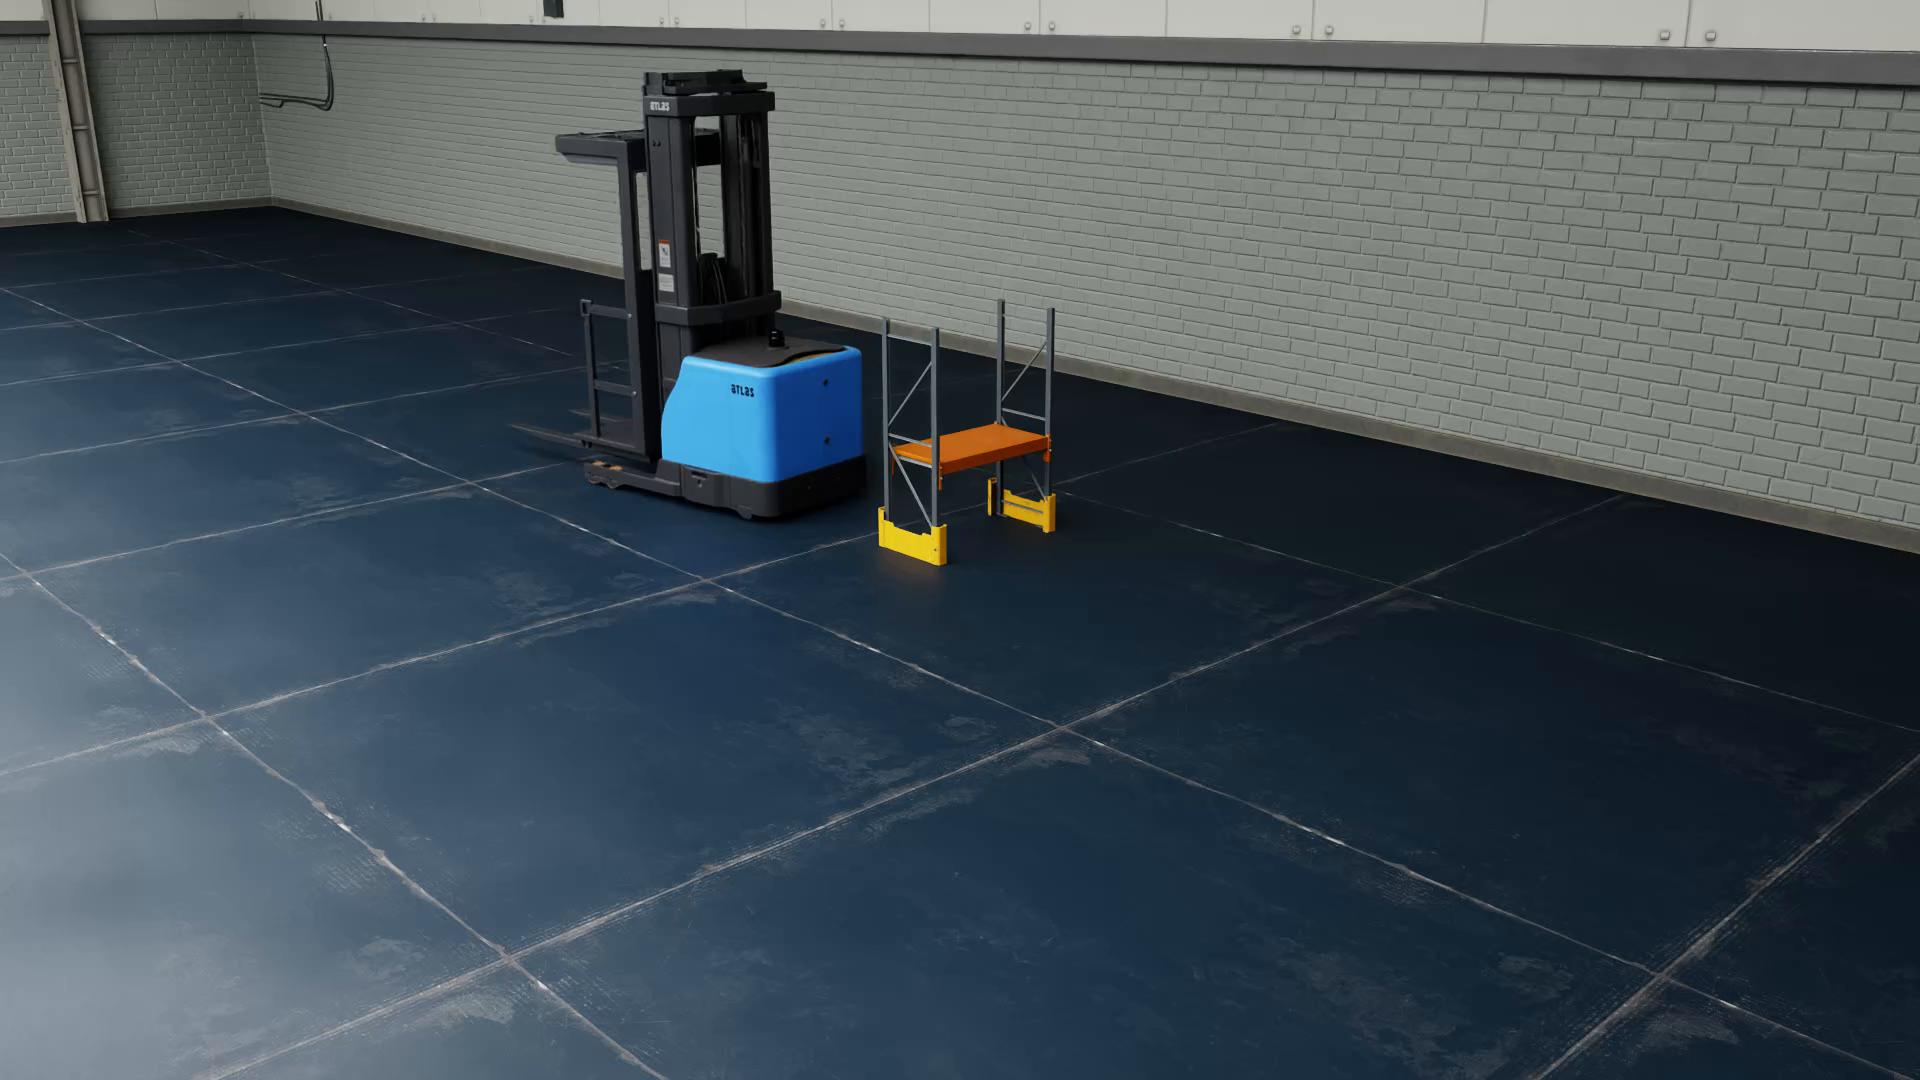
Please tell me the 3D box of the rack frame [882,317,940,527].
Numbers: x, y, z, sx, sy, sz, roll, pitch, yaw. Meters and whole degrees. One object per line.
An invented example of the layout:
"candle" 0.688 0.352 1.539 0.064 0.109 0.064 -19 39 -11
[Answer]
"rack frame" -0.307 -0.624 10.477 0.032 1.500 0.500 -16 24 -41

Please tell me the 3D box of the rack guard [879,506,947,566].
"rack guard" -0.306 -0.030 10.670 0.087 0.250 0.587 -16 24 -41

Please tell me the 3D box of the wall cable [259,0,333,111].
"wall cable" -10.982 -8.297 27.018 0.112 2.526 3.097 -16 24 -41

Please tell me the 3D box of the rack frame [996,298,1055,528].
"rack frame" 0.431 -0.839 11.141 0.032 1.500 0.500 -16 24 -41

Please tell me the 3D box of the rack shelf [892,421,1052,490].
"rack shelf" 0.062 -0.560 10.865 1.000 0.185 0.538 -16 24 -41

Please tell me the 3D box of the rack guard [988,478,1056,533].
"rack guard" 0.417 -0.241 11.321 0.087 0.250 0.587 -16 24 -41

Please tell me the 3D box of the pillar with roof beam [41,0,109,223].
"pillar with roof beam" -11.074 -8.481 22.552 0.400 9.000 9.100 -16 24 -41

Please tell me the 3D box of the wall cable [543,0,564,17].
"wall cable" -4.471 -9.261 19.443 0.169 6.003 2.305 -16 24 -41

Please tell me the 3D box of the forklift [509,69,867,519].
"forklift" -2.146 -1.881 12.034 3.031 2.935 1.130 13 22 36

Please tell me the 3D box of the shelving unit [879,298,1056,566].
"shelving unit" 0.055 -0.730 10.803 1.083 1.500 0.587 -16 24 -41
